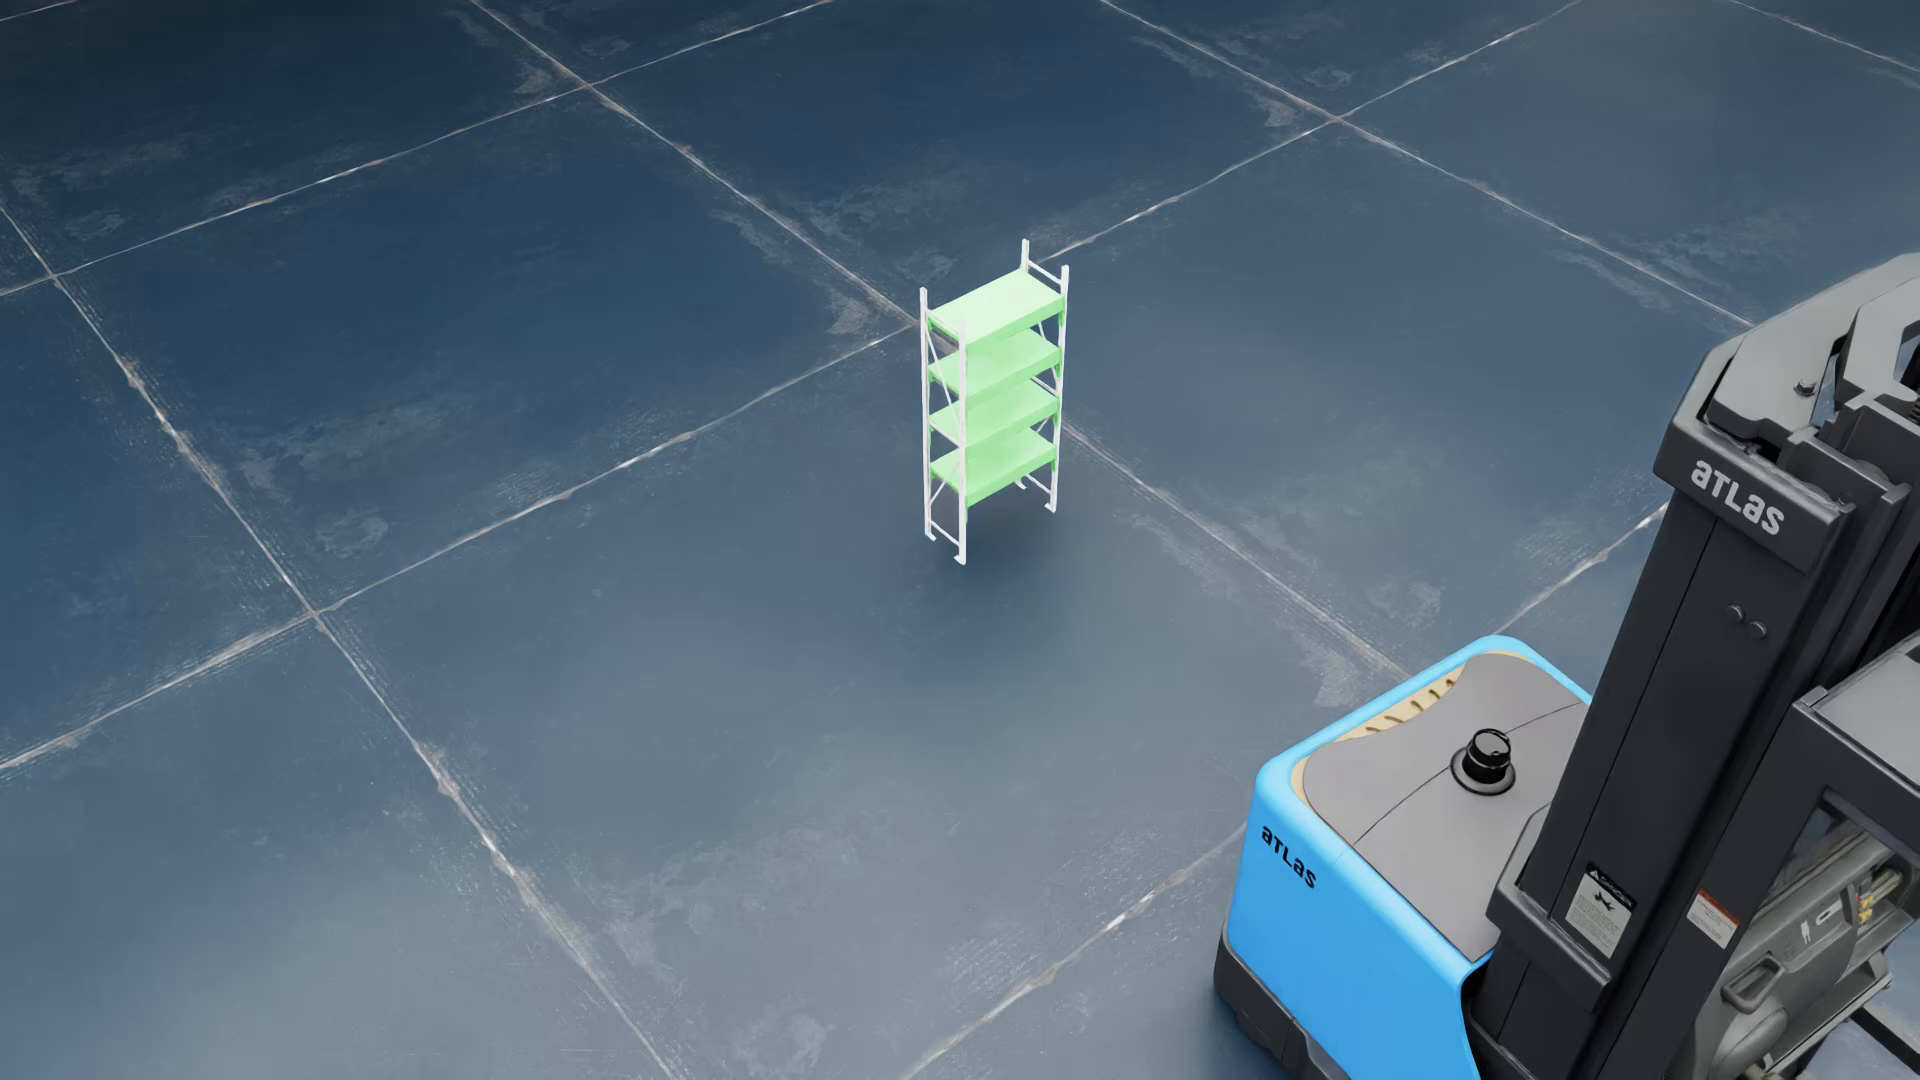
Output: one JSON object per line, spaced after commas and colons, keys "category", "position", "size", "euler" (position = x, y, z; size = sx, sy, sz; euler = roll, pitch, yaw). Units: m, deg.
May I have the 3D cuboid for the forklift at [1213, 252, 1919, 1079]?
{"category": "forklift", "position": [2.031, 0.992, 3.553], "size": [1.130, 2.935, 3.031], "euler": [-25, 49, -24]}

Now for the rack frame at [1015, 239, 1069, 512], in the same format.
{"category": "rack frame", "position": [0.314, -0.617, 6.531], "size": [0.015, 1.200, 0.240], "euler": [-30, 51, -28]}

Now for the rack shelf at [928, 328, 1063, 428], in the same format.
{"category": "rack shelf", "position": [0.127, -0.638, 6.296], "size": [0.480, 0.148, 0.258], "euler": [-30, 51, -28]}

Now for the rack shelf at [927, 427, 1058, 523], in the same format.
{"category": "rack shelf", "position": [0.127, -0.289, 6.625], "size": [0.480, 0.148, 0.258], "euler": [-30, 51, -28]}

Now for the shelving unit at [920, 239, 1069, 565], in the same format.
{"category": "shelving unit", "position": [0.127, -0.510, 6.417], "size": [0.503, 1.200, 0.258], "euler": [-30, 51, -28]}

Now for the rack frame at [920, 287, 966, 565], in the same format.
{"category": "rack frame", "position": [-0.060, -0.403, 6.303], "size": [0.015, 1.200, 0.240], "euler": [-30, 51, -28]}

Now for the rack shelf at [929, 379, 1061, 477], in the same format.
{"category": "rack shelf", "position": [0.127, -0.463, 6.460], "size": [0.480, 0.148, 0.258], "euler": [-30, 51, -28]}

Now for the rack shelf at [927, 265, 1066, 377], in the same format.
{"category": "rack shelf", "position": [0.127, -0.813, 6.132], "size": [0.480, 0.148, 0.258], "euler": [-30, 51, -28]}
